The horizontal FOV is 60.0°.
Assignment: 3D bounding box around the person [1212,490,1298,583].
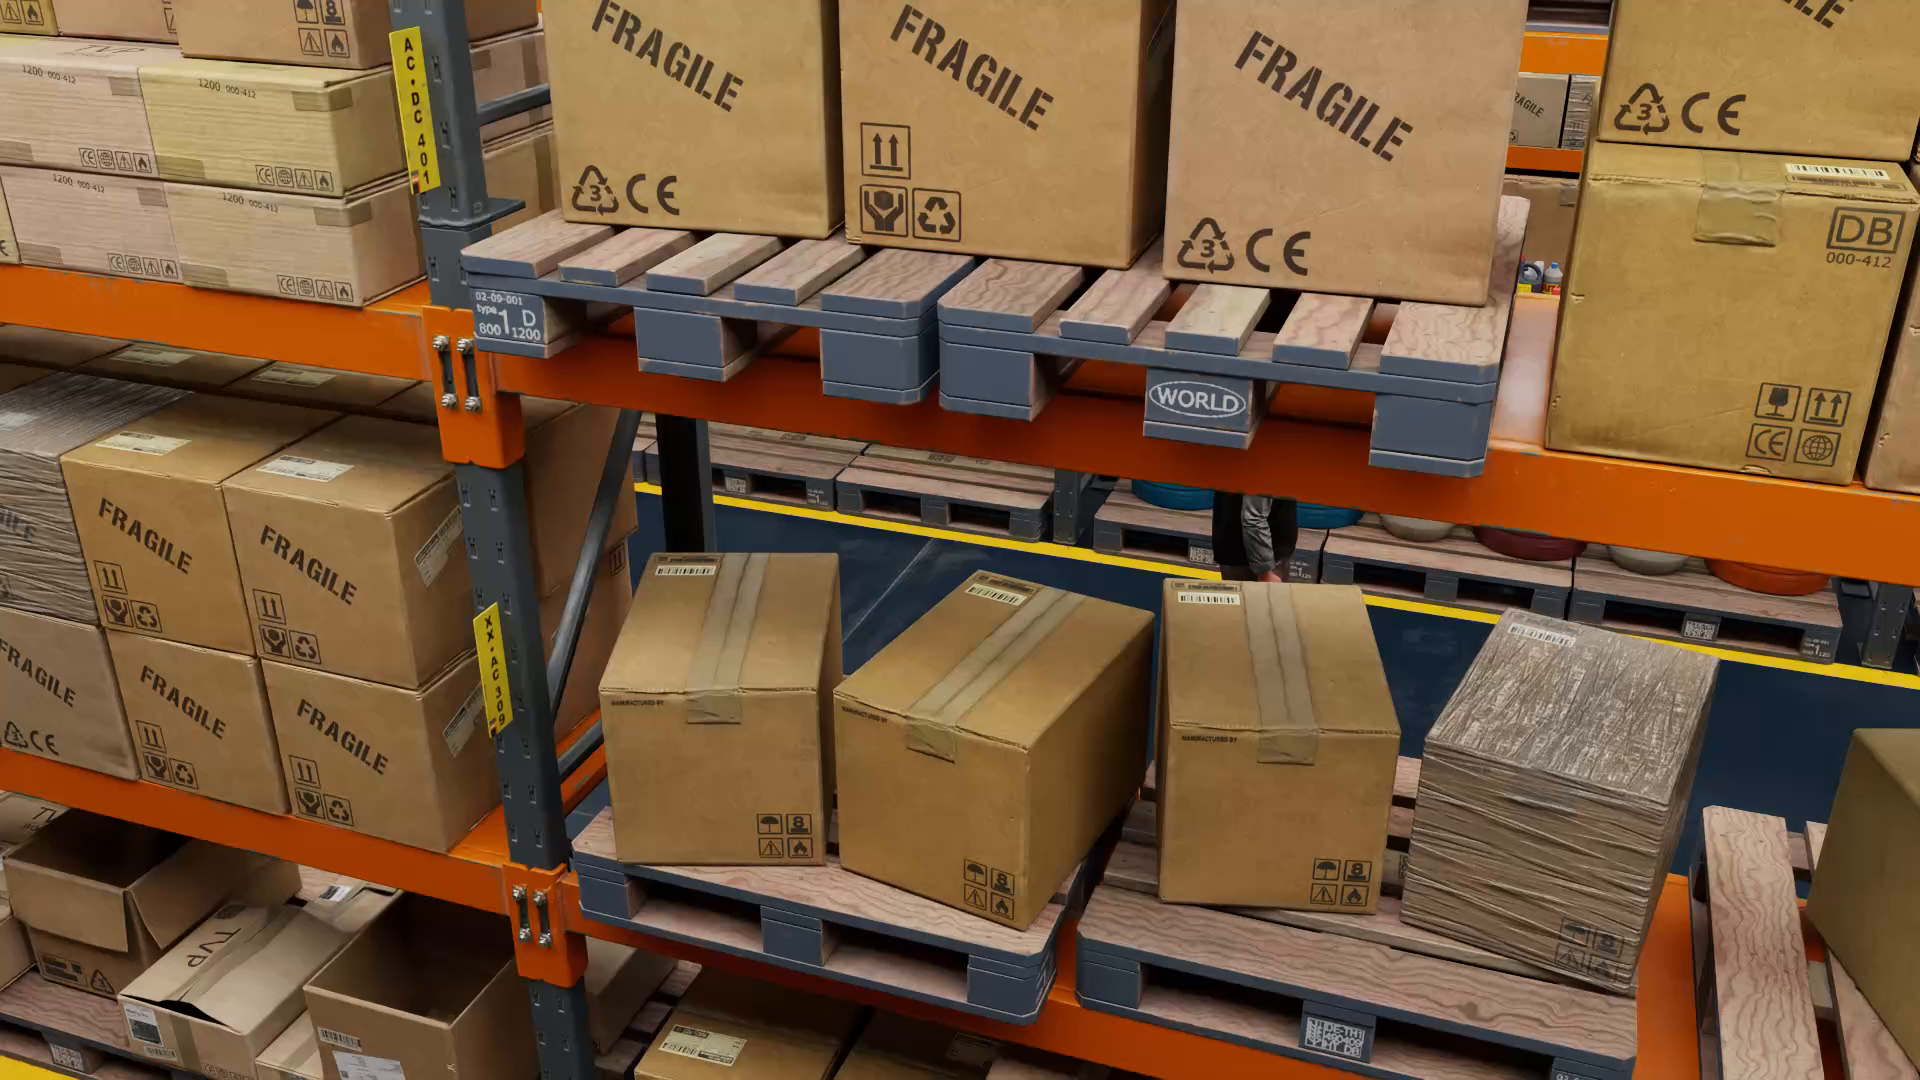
[{"bbox_3d":[1.261,0.108,7.028,0.414,1.620,0.593,7,27,15],"label":"person"}]
